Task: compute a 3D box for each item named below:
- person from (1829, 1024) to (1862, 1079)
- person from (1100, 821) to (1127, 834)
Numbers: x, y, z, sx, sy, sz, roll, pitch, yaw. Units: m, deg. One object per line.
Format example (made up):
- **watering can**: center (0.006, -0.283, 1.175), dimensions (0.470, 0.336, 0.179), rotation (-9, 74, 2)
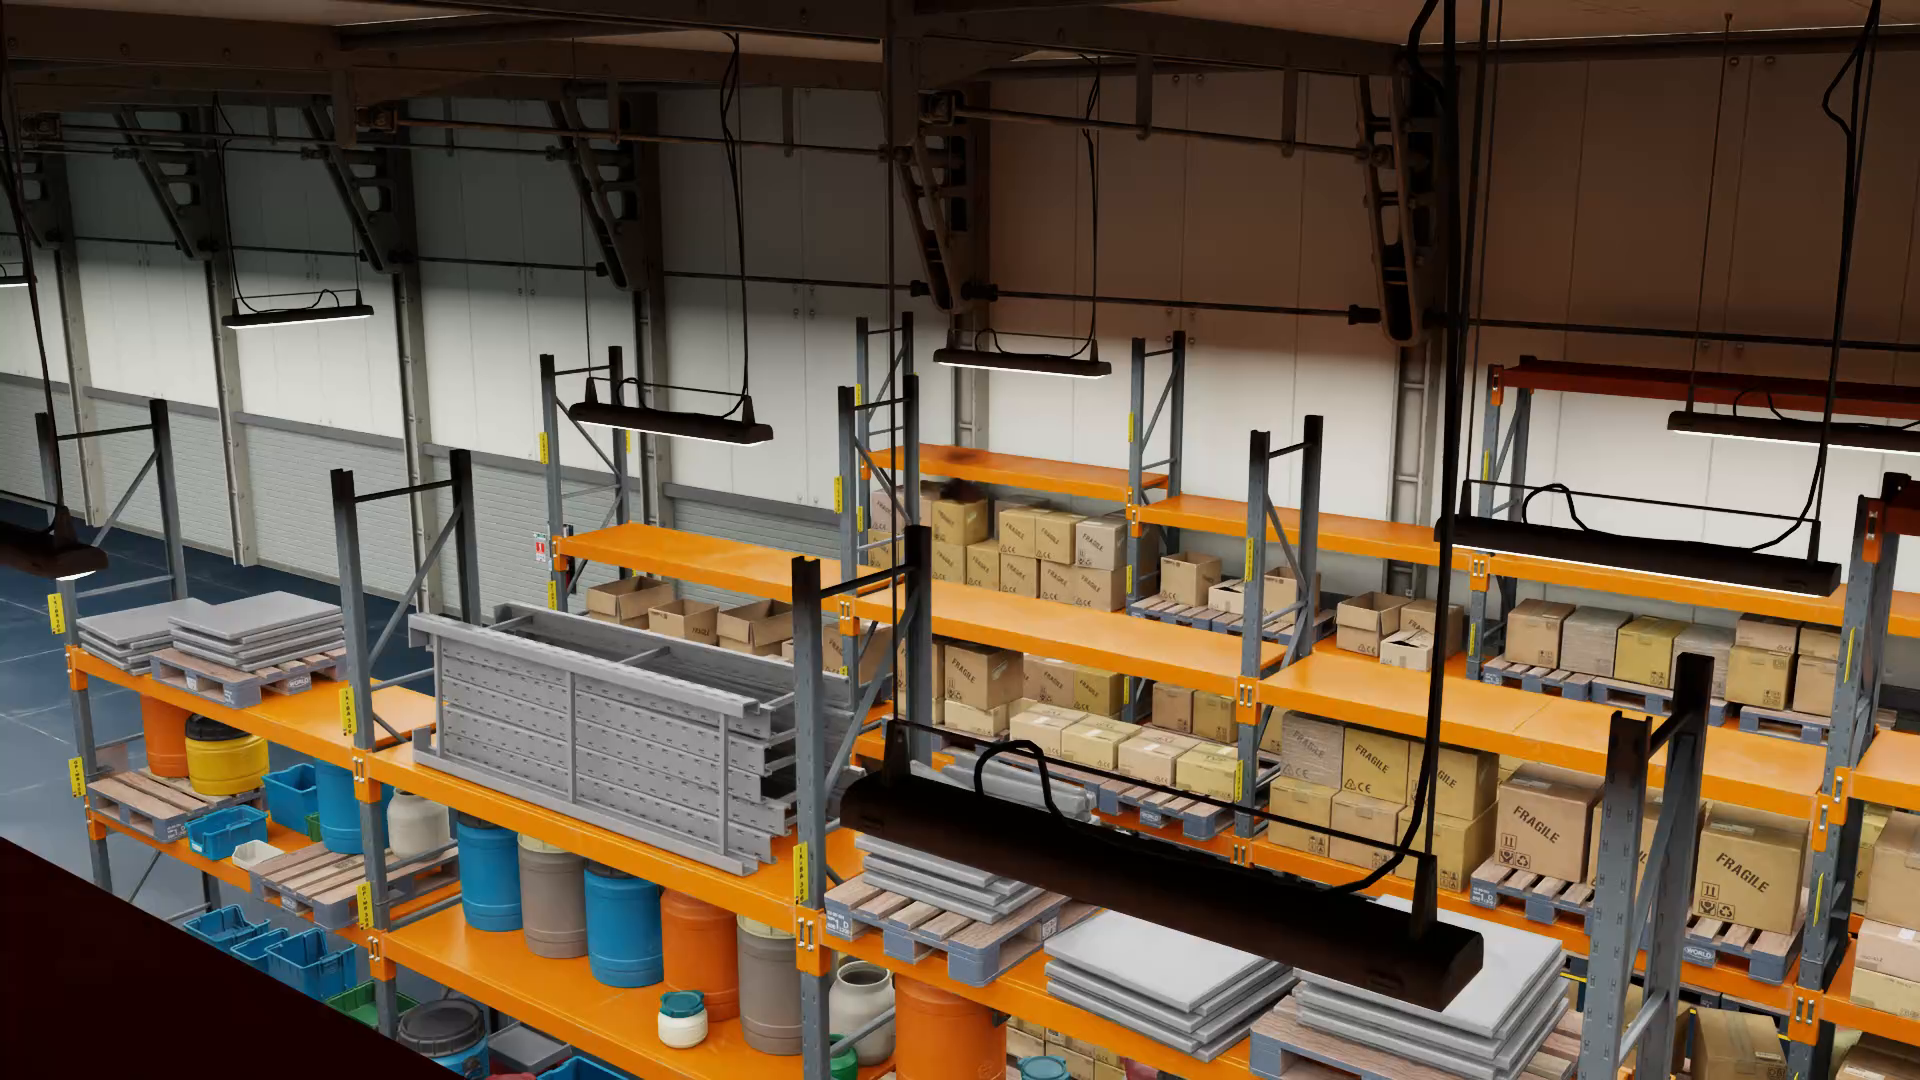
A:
- **person**: center (6.895, 4.305, 13.038), dimensions (0.387, 1.692, 0.498), rotation (-8, 15, -32)
- **person**: center (1.420, 3.472, 16.555), dimensions (0.947, 1.795, 0.567), rotation (10, 16, 37)
